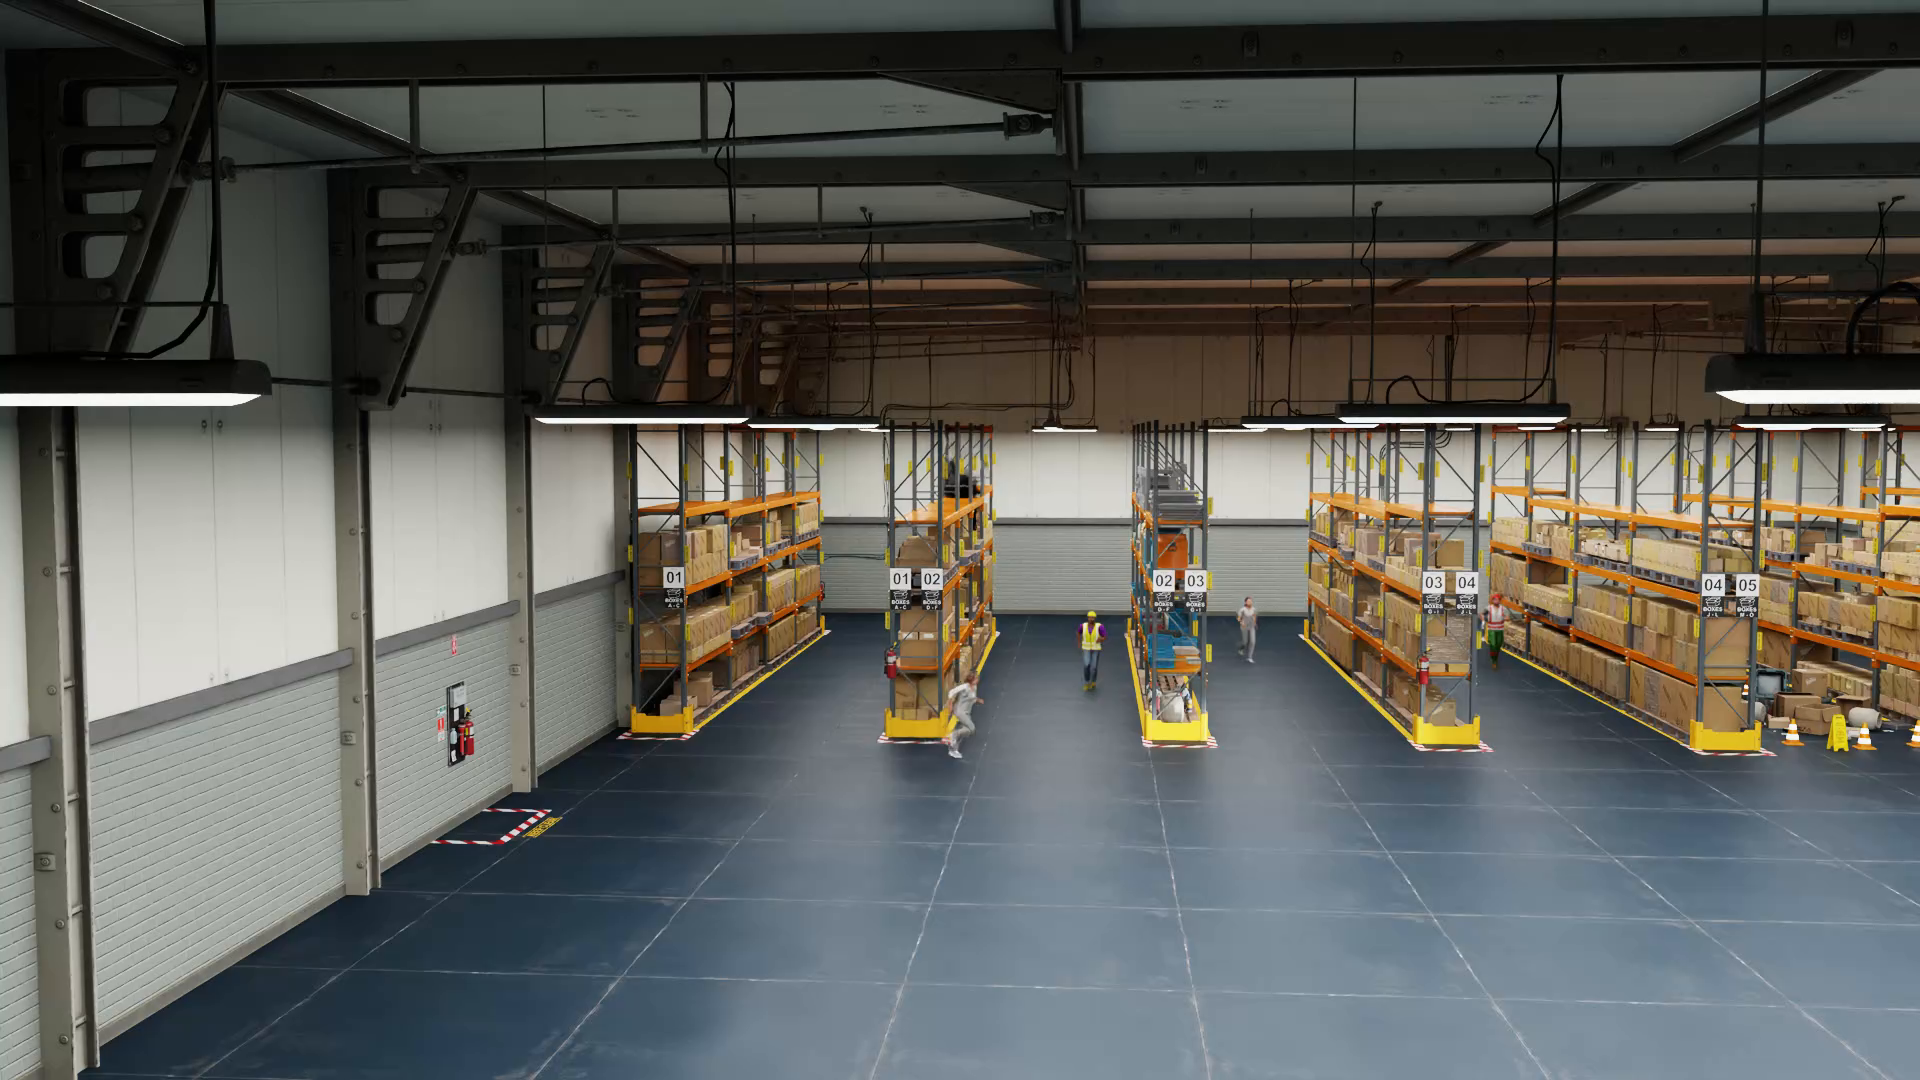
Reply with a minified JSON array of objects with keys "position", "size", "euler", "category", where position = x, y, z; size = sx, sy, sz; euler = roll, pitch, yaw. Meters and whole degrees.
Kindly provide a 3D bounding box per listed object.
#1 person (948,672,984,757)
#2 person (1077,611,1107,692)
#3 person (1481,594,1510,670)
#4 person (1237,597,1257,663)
[{"position":[0.103,3.100,29.498],"size":[0.680,1.529,0.525],"euler":[2,4,25],"category":"person"},{"position":[2.959,2.498,37.268],"size":[0.679,1.821,0.761],"euler":[0,4,5],"category":"person"},{"position":[13.131,2.222,40.757],"size":[0.658,1.801,0.950],"euler":[0,4,5],"category":"person"},{"position":[7.272,2.247,42.138],"size":[0.554,1.642,0.788],"euler":[-1,4,-11],"category":"person"}]
